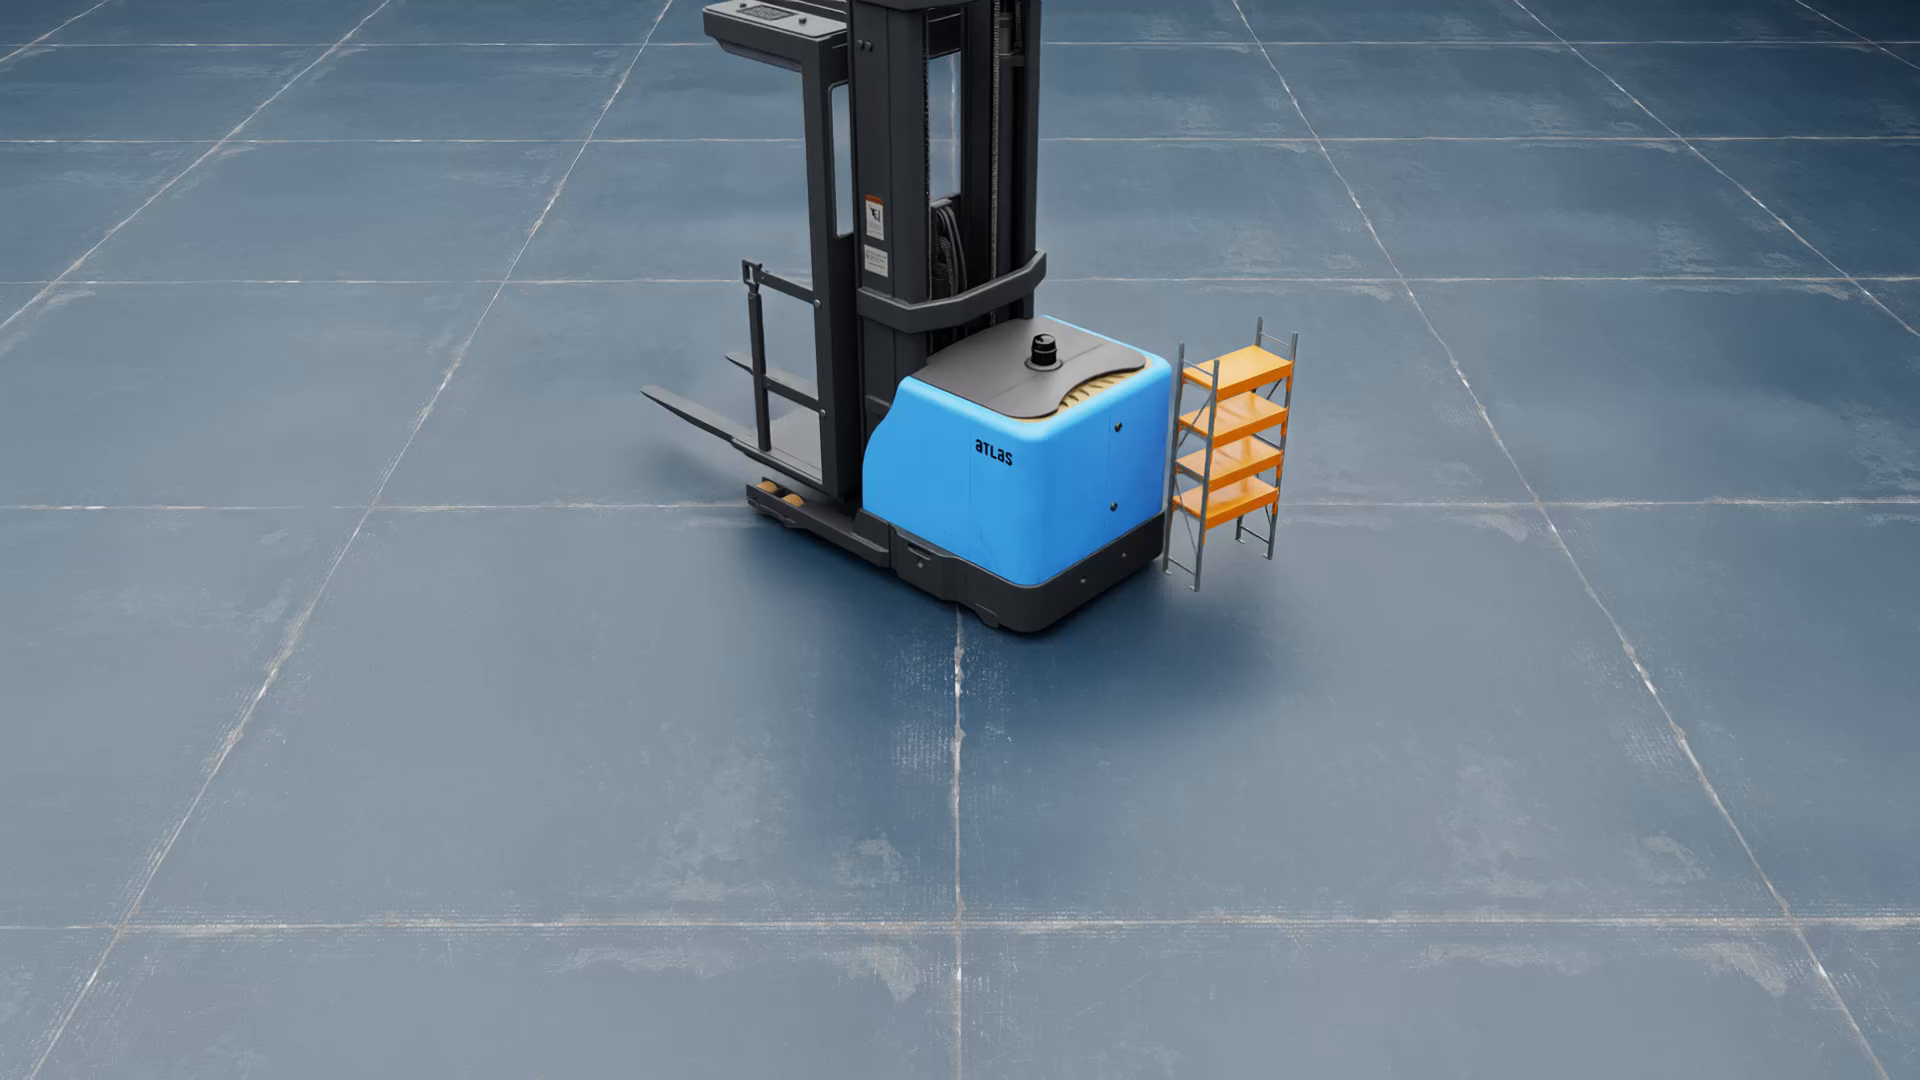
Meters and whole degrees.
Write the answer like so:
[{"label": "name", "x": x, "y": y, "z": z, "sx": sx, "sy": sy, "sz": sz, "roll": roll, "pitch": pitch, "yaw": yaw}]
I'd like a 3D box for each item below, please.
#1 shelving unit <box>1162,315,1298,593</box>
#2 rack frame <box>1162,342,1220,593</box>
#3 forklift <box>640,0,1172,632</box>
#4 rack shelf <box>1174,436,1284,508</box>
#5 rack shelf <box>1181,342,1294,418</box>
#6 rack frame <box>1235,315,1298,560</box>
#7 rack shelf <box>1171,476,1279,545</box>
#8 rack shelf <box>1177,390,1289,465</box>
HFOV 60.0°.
[{"label": "shelving unit", "x": 1.247, "y": -0.392, "z": 7.739, "sx": 0.503, "sy": 1.200, "sz": 0.258, "roll": -21, "pitch": 37, "yaw": -31}, {"label": "rack frame", "x": 1.052, "y": -0.316, "z": 7.614, "sx": 0.015, "sy": 1.200, "sz": 0.240, "roll": -21, "pitch": 37, "yaw": -31}, {"label": "forklift", "x": -0.441, "y": -1.490, "z": 7.880, "sx": 3.031, "sy": 2.935, "sz": 1.130, "roll": 26, "pitch": 40, "yaw": 36}, {"label": "rack shelf", "x": 1.247, "y": -0.334, "z": 7.774, "sx": 0.480, "sy": 0.148, "sz": 0.258, "roll": -21, "pitch": 37, "yaw": -31}, {"label": "rack shelf", "x": 1.247, "y": -0.728, "z": 7.535, "sx": 0.480, "sy": 0.148, "sz": 0.258, "roll": -21, "pitch": 37, "yaw": -31}, {"label": "rack frame", "x": 1.443, "y": -0.467, "z": 7.863, "sx": 0.015, "sy": 1.200, "sz": 0.240, "roll": -21, "pitch": 37, "yaw": -31}, {"label": "rack shelf", "x": 1.247, "y": -0.164, "z": 7.877, "sx": 0.480, "sy": 0.148, "sz": 0.258, "roll": -21, "pitch": 37, "yaw": -31}, {"label": "rack shelf", "x": 1.247, "y": -0.525, "z": 7.658, "sx": 0.480, "sy": 0.148, "sz": 0.258, "roll": -21, "pitch": 37, "yaw": -31}]
